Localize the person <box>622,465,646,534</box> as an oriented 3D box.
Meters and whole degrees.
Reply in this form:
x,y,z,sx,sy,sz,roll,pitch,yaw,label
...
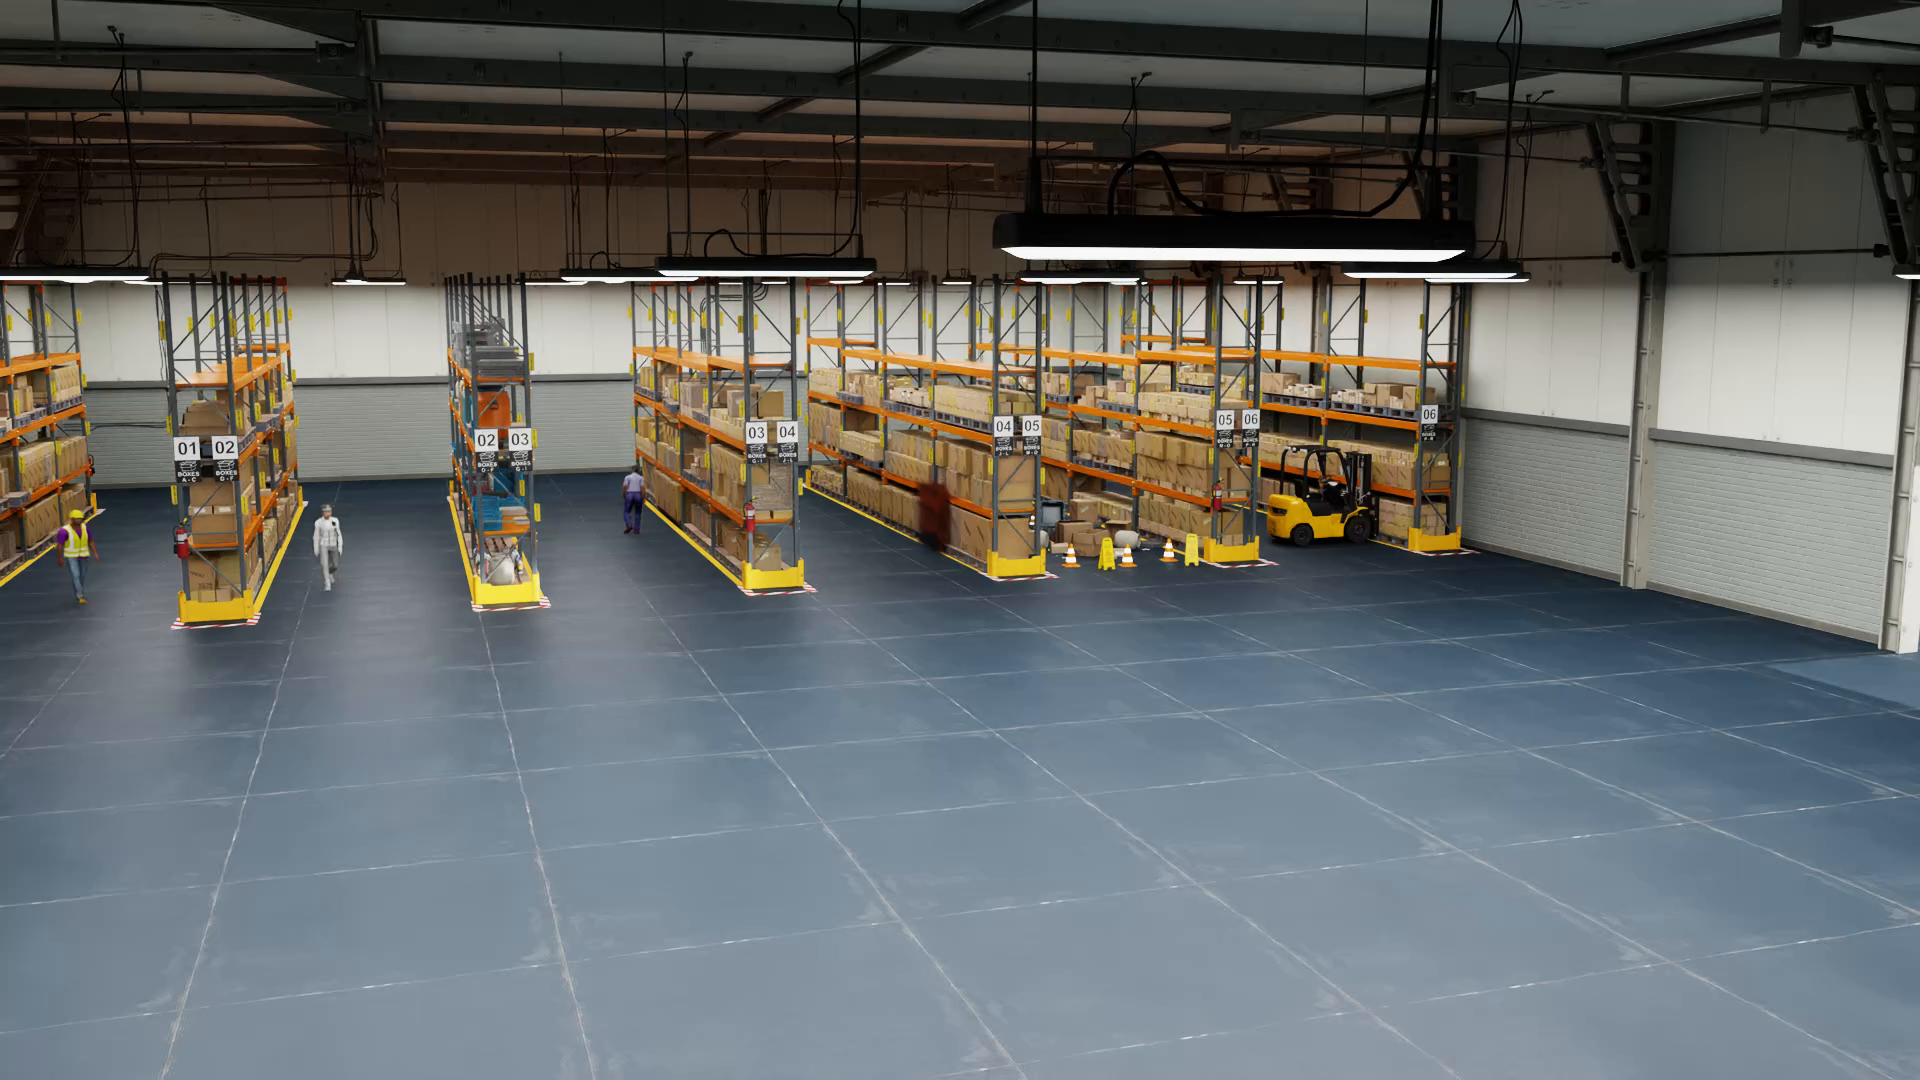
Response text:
x,y,z,sx,sy,sz,roll,pitch,yaw,label
-7.624,-0.915,38.893,0.567,1.592,0.638,-3,9,-16,person

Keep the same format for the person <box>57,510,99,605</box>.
x,y,z,sx,sy,sz,roll,pitch,yaw,label
-16.128,0.291,30.387,0.651,1.708,1.122,-8,12,-44,person

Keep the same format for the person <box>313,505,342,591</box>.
x,y,z,sx,sy,sz,roll,pitch,yaw,label
-12.117,0.115,31.875,0.516,1.633,0.909,-6,10,-34,person
